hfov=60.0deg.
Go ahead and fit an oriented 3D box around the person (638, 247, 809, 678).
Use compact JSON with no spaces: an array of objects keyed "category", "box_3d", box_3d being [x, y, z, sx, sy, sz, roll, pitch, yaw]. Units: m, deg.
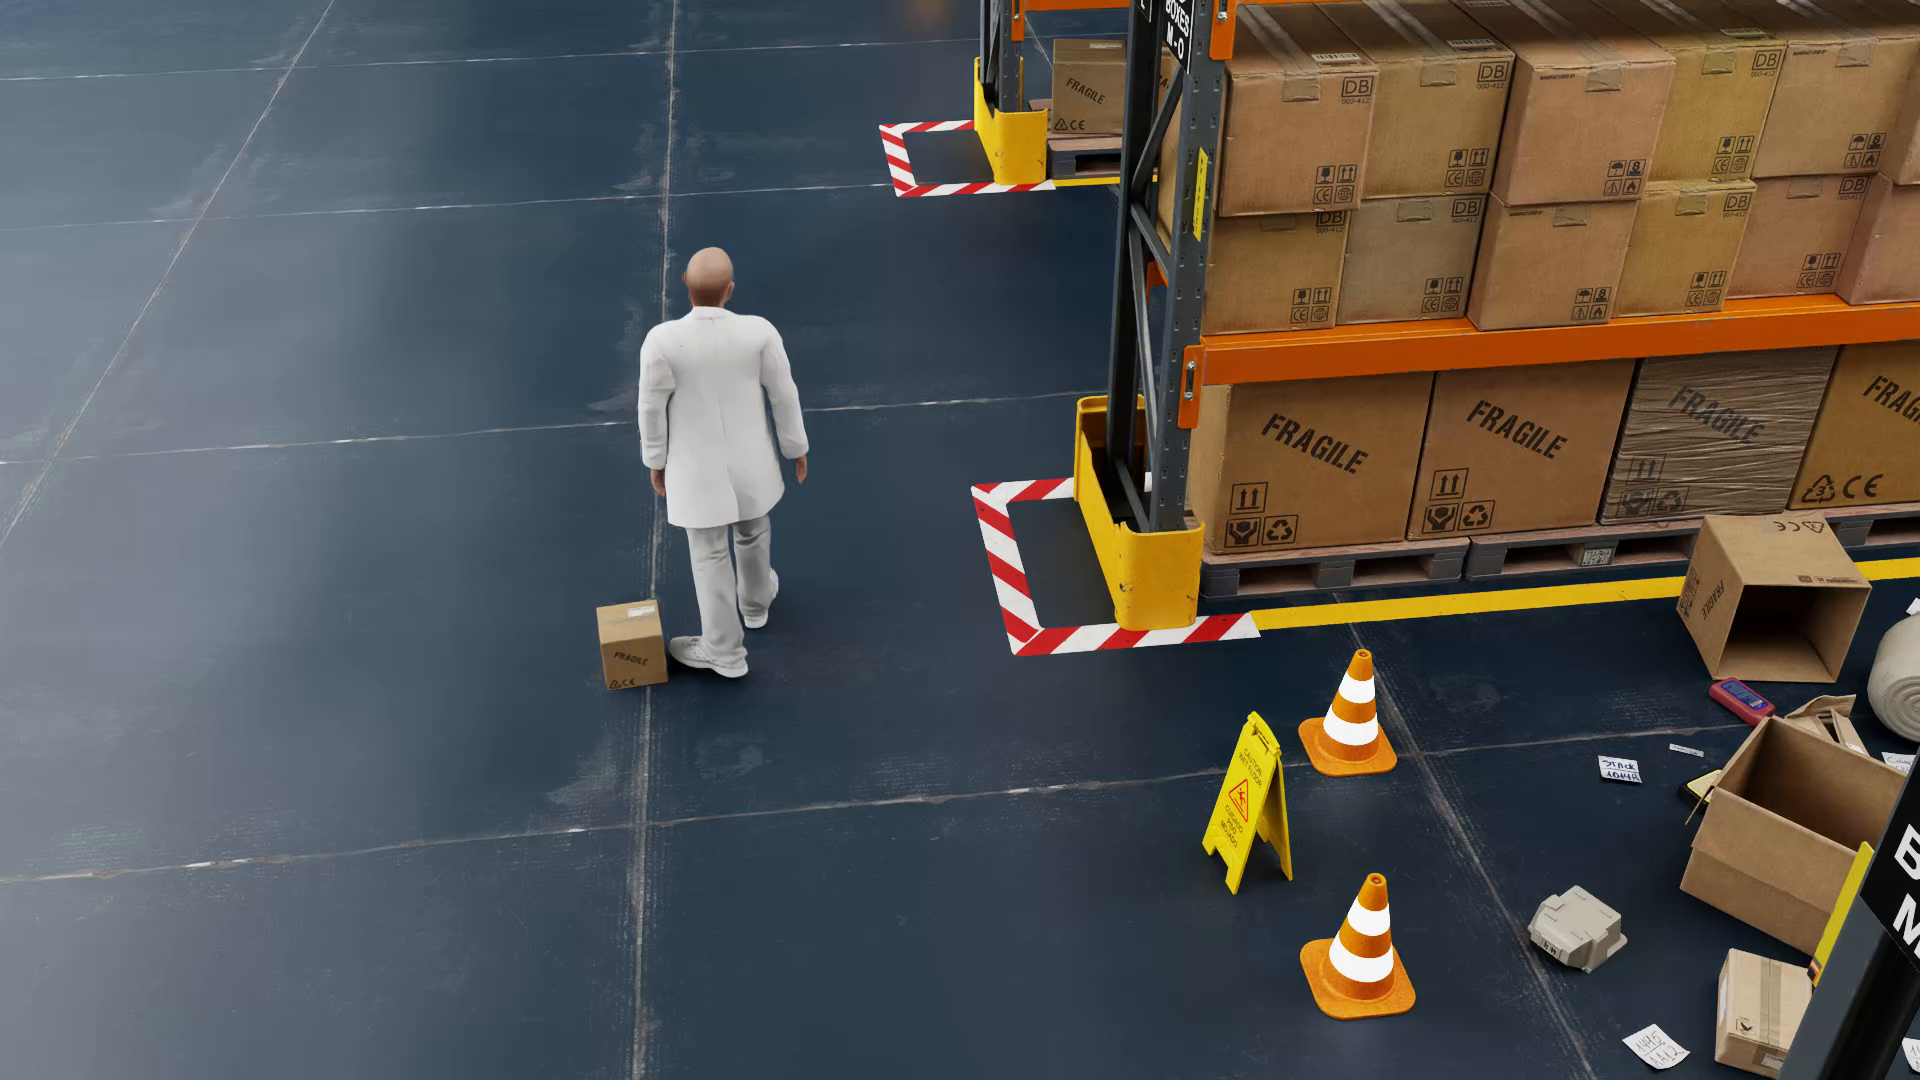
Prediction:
[{"category":"person","box_3d":[-0.937,-0.337,6.640,0.652,1.777,0.691,-10,36,-15]}]
